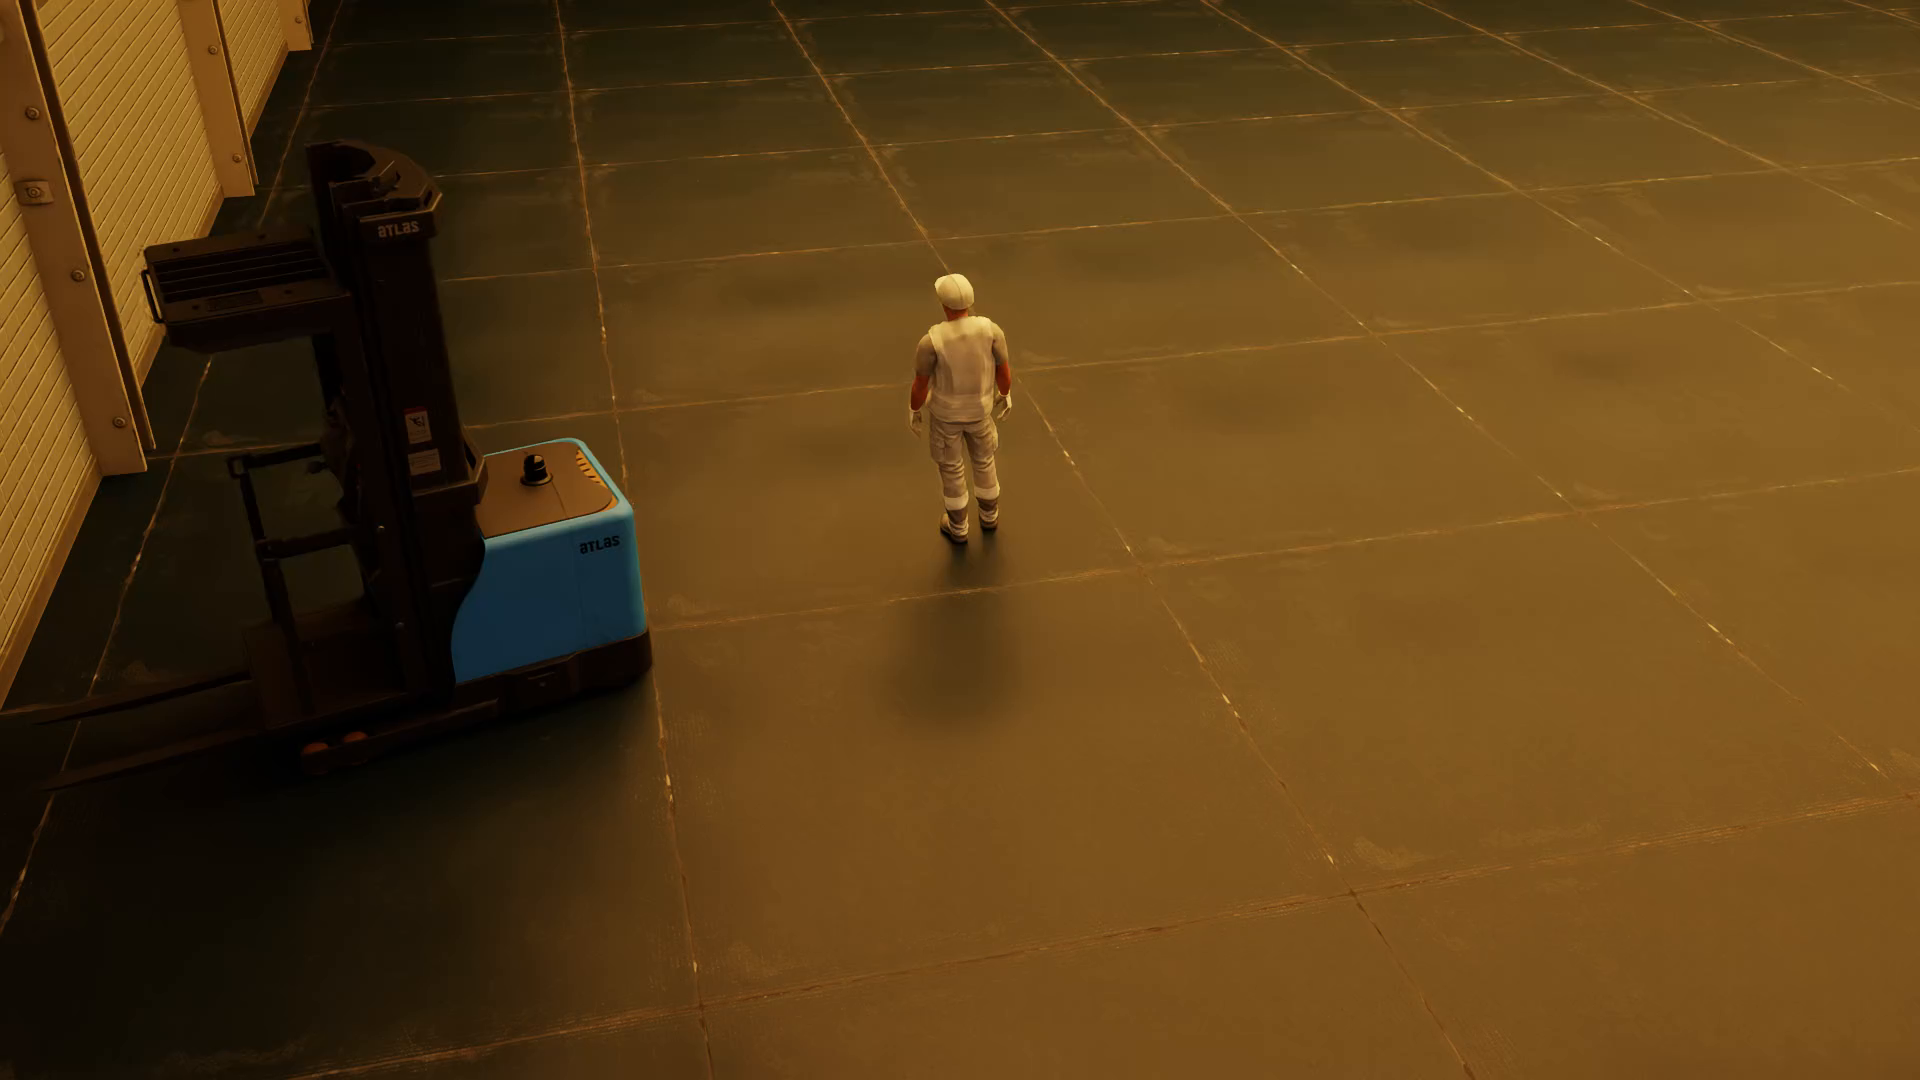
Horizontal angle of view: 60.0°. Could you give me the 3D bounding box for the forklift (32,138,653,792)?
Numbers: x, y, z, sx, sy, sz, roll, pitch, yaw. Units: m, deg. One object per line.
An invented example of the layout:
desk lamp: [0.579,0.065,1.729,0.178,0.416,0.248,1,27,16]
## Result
forklift: [-3.242,-0.375,8.223,3.031,2.935,1.130,-15,33,-24]

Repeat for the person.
person: [-0.007,-0.821,10.119,0.637,1.790,0.562,-7,31,-12]
